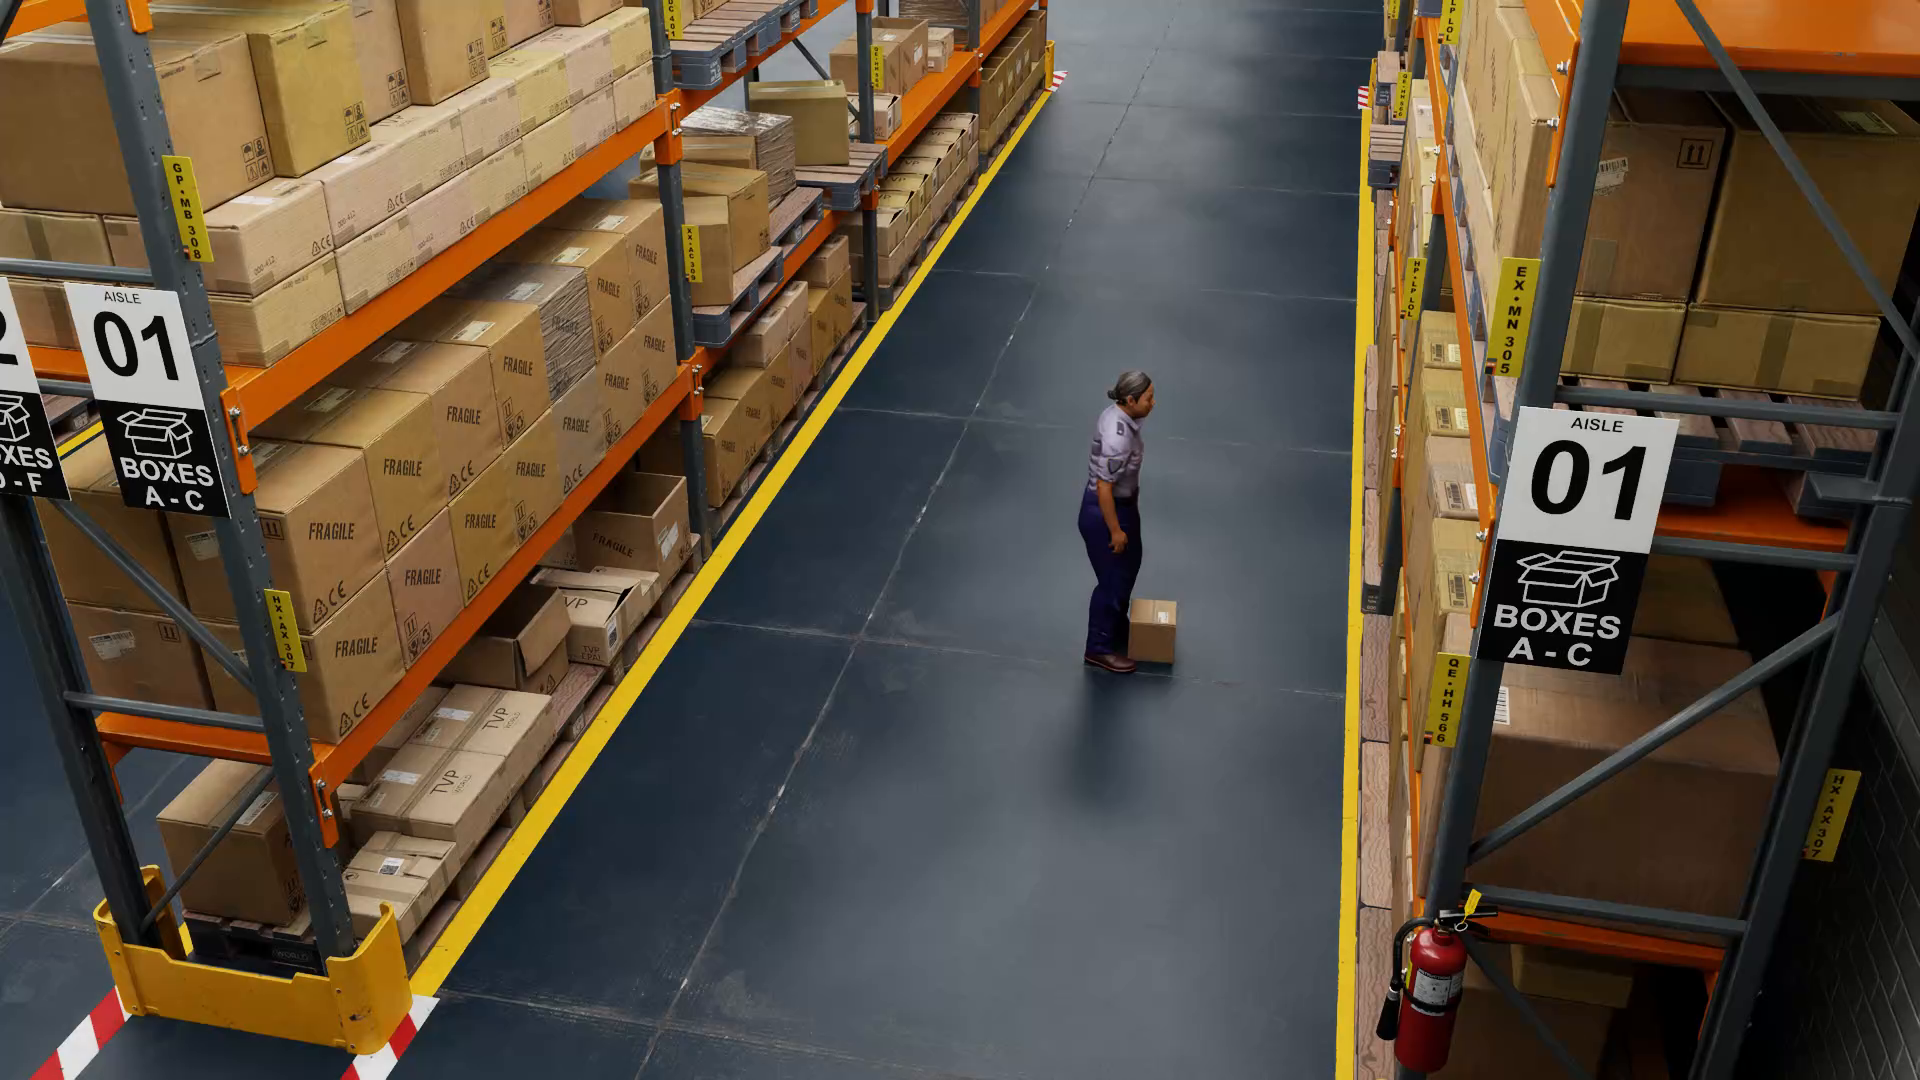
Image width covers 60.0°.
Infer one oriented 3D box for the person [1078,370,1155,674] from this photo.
[{"bbox_3d":[0.848,-0.131,8.855,0.412,1.652,0.539,6,30,11],"label":"person"}]
